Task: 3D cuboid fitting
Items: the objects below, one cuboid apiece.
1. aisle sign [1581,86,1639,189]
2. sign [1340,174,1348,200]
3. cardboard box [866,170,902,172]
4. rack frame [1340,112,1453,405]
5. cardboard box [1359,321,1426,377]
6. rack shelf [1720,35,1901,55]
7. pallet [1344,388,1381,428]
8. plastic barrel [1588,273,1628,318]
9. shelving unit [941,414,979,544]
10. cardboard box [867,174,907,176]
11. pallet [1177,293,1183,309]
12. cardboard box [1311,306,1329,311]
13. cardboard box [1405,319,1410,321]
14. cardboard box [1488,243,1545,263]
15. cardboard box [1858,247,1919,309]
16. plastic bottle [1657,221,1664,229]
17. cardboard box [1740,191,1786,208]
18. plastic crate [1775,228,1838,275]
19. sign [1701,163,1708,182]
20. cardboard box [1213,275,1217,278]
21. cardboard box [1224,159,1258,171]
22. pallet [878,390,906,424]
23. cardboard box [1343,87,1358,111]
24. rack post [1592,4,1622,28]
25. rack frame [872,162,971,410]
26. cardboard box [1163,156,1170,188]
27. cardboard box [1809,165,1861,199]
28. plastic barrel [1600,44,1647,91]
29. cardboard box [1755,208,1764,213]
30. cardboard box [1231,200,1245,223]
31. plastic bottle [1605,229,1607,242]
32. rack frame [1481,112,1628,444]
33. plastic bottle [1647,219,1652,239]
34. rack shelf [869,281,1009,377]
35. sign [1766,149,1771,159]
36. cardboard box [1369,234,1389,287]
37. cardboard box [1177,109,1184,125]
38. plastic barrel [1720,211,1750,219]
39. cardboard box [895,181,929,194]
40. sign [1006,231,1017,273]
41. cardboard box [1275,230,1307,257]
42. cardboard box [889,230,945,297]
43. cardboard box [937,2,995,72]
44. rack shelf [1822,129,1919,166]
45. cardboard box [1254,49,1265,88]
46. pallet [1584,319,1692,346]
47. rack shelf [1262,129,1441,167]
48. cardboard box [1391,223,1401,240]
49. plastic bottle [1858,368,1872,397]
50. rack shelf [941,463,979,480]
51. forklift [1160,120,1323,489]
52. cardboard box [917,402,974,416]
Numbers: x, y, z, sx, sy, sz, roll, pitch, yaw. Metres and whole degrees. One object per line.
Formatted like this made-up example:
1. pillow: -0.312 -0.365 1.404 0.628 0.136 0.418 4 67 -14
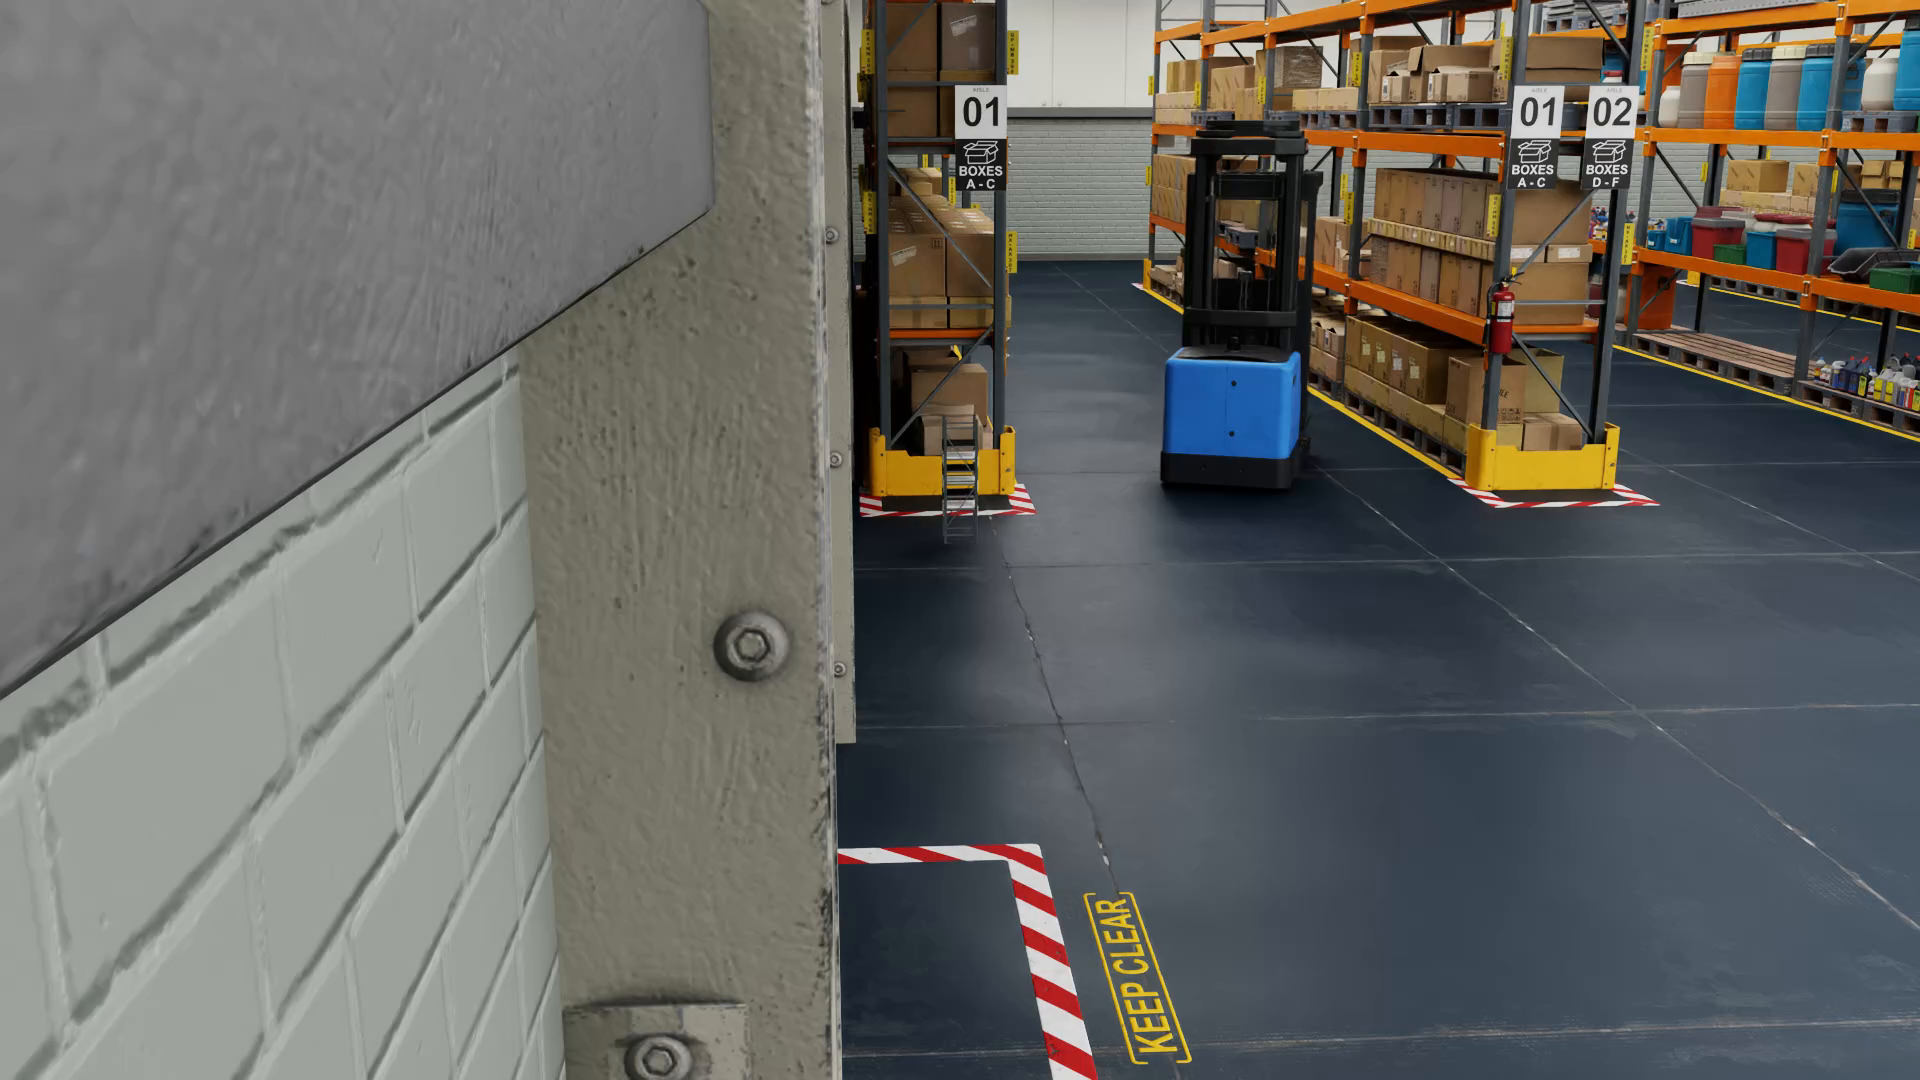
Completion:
1. aisle sign: 5.110 -3.161 13.074 0.394 0.787 0.004 -1 14 -3
2. sign: 4.859 -4.473 21.068 0.100 0.325 0.005 -1 14 -3
3. cardboard box: -1.043 -5.013 23.147 0.500 0.250 0.500 -1 14 -5
4. rack frame: 4.553 -2.908 17.310 1.000 3.000 0.127 -1 14 -3
5. cardboard box: 4.308 -1.899 16.557 0.500 0.500 0.500 -1 14 -3
6. rack shelf: 13.821 -7.911 26.959 1.077 0.370 4.000 -1 14 -3
7. pallet: 4.560 -1.359 16.886 1.003 0.211 1.213 -1 14 -3
8. plastic barrel: 9.132 -3.416 23.281 0.600 0.588 0.708 -1 14 -3
9. shelving unit: 0.000 -0.438 11.922 0.258 0.900 0.210 -1 14 -3
10. cardboard box: -0.955 -4.629 21.654 0.500 0.250 0.500 -1 14 -5
11. pallet: 4.015 -3.718 26.054 1.003 0.211 1.213 -1 14 -3
12. cardboard box: 4.114 -2.654 19.872 0.500 0.311 0.500 -1 14 -5
13. cardboard box: 4.750 -2.283 18.429 0.500 0.311 0.500 -1 14 -4
14. cardboard box: 4.587 -2.368 13.708 0.380 0.149 0.250 -1 14 -4
15. cardboard box: 14.060 -3.843 24.365 1.225 0.875 0.875 -1 14 -5
16. plastic bottle: 9.475 -4.172 22.481 0.097 0.271 0.097 0 14 0
17. cardboard box: 13.523 -5.738 28.013 0.500 0.250 0.500 -1 14 -5
18. plastic crate: 9.161 -3.130 18.045 0.402 0.464 0.583 -1 14 -3
19. sign: 13.142 -6.495 29.355 0.100 0.325 0.005 -1 14 -3
20. cardboard box: 3.911 -3.519 23.819 0.500 0.500 0.500 -1 14 -3
21. cardboard box: 4.309 -5.552 25.378 0.500 0.500 0.500 -1 14 -2
22. pallet: -0.314 -1.314 16.709 1.003 0.211 1.213 -1 14 -3
23. cardboard box: 4.487 -4.782 18.029 0.500 0.250 0.500 -2 15 -9
24. rack post: 9.253 -7.135 22.702 0.937 0.300 0.954 1 14 3
25. rack frame: -0.391 -2.831 17.009 1.000 3.000 0.127 -1 14 -3
26. cardboard box: 3.640 -6.056 27.339 0.500 0.500 0.500 -1 14 -3
27. cardboard box: 13.649 -5.595 25.950 0.500 0.500 0.500 0 14 -2
28. plastic barrel: 9.259 -6.450 23.207 0.600 0.901 0.708 -1 14 -3
29. cardboard box: 13.486 -5.447 27.681 0.380 0.149 0.250 -1 14 -5
30. cardboard box: 4.228 -4.711 23.274 0.700 0.500 0.500 -5 15 -18
31. plastic bottle: 8.777 -4.135 22.478 0.097 0.201 0.097 0 14 0
32. rack frame: 4.800 -1.913 13.443 1.000 3.000 0.127 -1 14 -3
33. plastic bottle: 9.508 -4.288 22.931 0.097 0.271 0.097 0 14 0
34. rack shelf: -0.267 -1.985 15.165 1.077 0.370 4.000 -1 14 -3
35. sign: 14.239 -6.725 29.345 0.100 0.325 0.005 -1 14 -3
36. cardboard box: 4.586 -2.846 16.869 0.700 0.500 0.500 -1 14 -5
37. cardboard box: 3.701 -6.643 26.108 0.500 0.250 0.500 -1 14 -3
38. plastic barrel: 9.526 -3.780 20.474 0.421 0.512 0.421 0 14 0
39. cardboard box: -0.588 -4.316 20.396 0.380 0.149 0.250 -3 15 -11
40. sign: 0.398 -2.264 13.067 0.100 0.325 0.005 -1 14 -3
41. cardboard box: 4.167 -3.634 20.311 0.500 0.311 0.500 -1 14 -4
42. cardboard box: -0.385 -2.250 13.508 0.500 0.500 0.500 -1 14 -4
43. cardboard box: 0.075 -3.931 13.016 0.500 0.500 0.500 -2 15 -7
44. rack shelf: 9.621 -3.591 15.386 1.077 0.370 4.000 -1 14 -3
45. cardboard box: 4.221 -6.251 22.073 0.500 0.500 0.500 -1 14 -3
46. pallet: 9.158 -2.824 22.577 1.003 0.211 1.213 -1 14 -3
47. rack shelf: 4.429 -4.510 18.959 1.077 0.370 4.000 -1 14 -3
48. cardboard box: 4.427 -3.009 16.200 0.380 0.149 0.250 -1 14 -4
49. plastic bottle: 9.113 -1.586 16.737 0.061 0.283 0.133 0 14 -1
50. rack shelf: 0.000 -0.493 11.908 0.258 0.077 0.200 -1 14 -3
51. forklift: 2.535 -2.154 14.515 1.130 2.935 3.031 4 15 15
52. cardboard box: -0.132 -1.062 14.648 0.500 0.311 0.500 0 14 1
